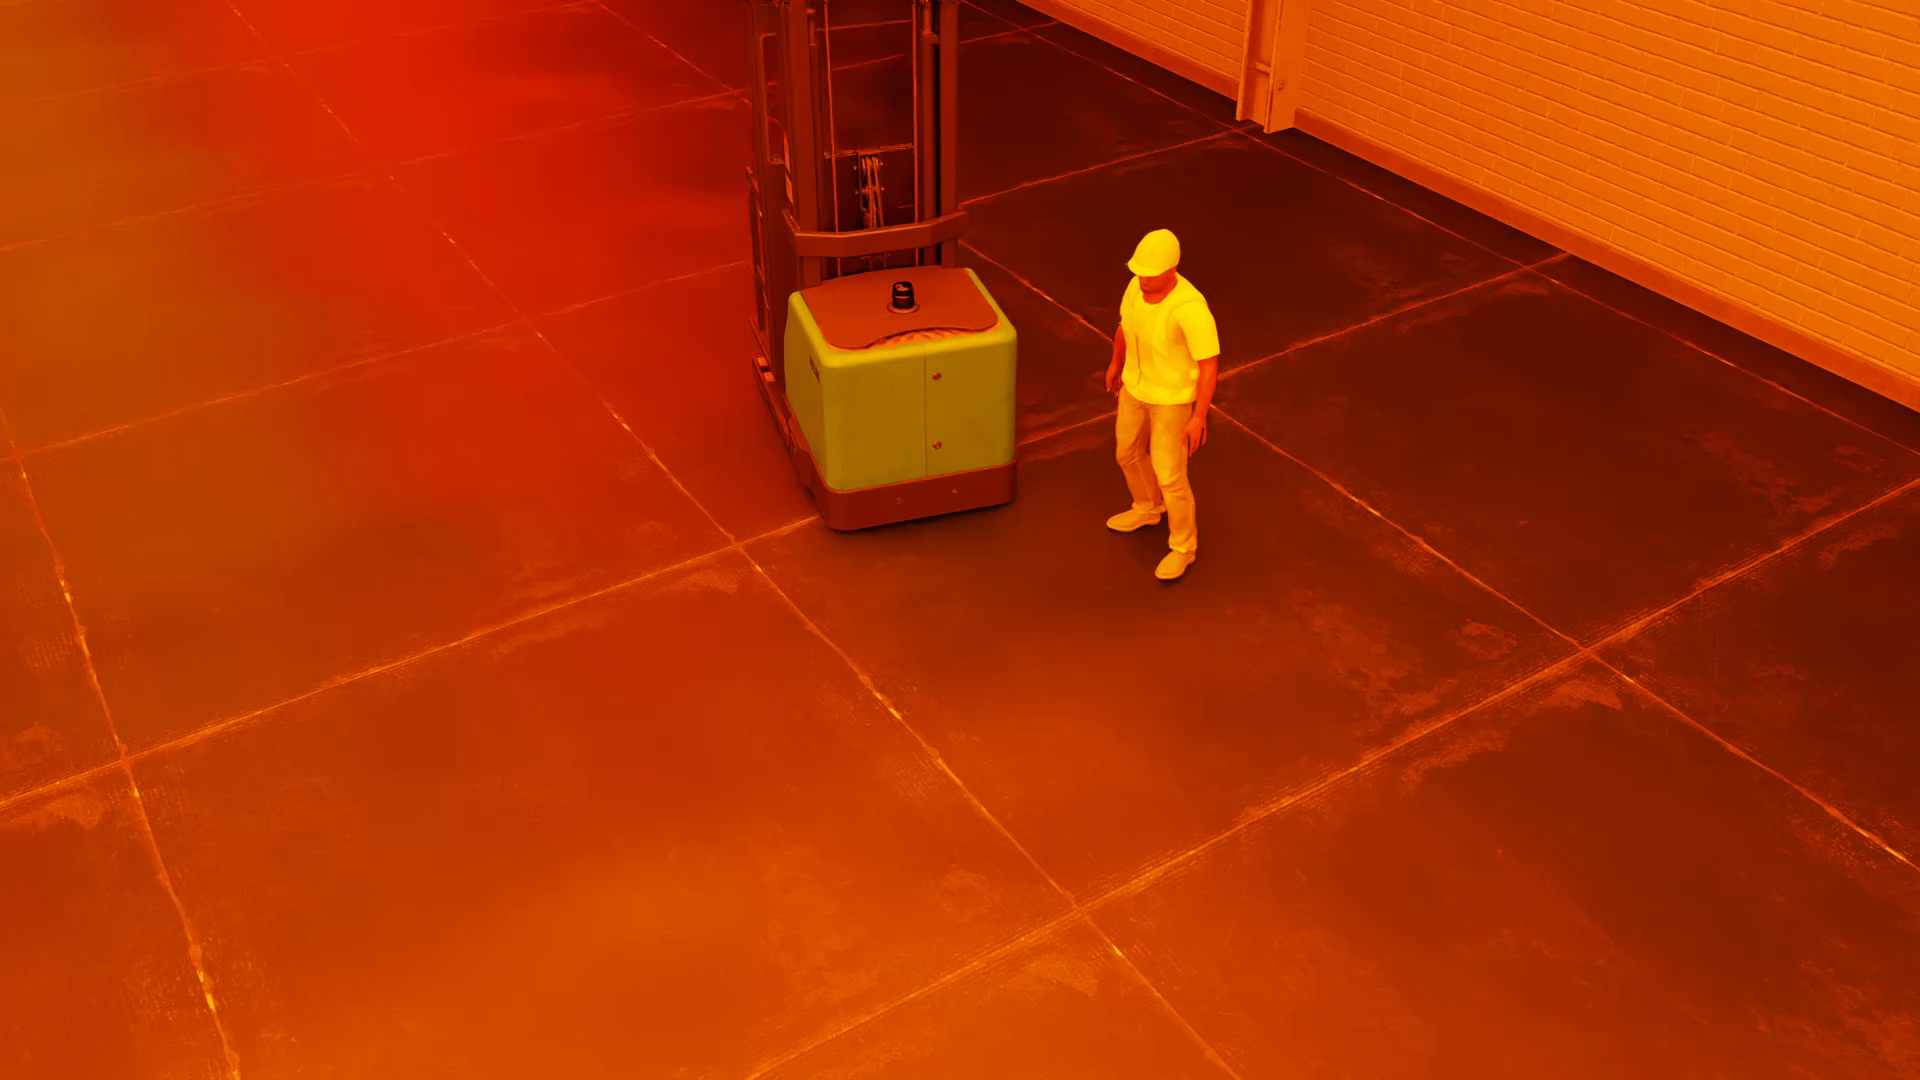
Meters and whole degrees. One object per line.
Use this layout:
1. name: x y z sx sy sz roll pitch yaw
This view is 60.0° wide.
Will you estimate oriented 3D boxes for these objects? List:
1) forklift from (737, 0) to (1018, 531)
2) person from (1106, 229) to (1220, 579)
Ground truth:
1. forklift: -0.621 -2.093 9.126 1.130 2.935 3.031 -10 36 -14
2. person: 0.961 -0.727 8.220 0.413 1.740 0.816 -22 41 -28
